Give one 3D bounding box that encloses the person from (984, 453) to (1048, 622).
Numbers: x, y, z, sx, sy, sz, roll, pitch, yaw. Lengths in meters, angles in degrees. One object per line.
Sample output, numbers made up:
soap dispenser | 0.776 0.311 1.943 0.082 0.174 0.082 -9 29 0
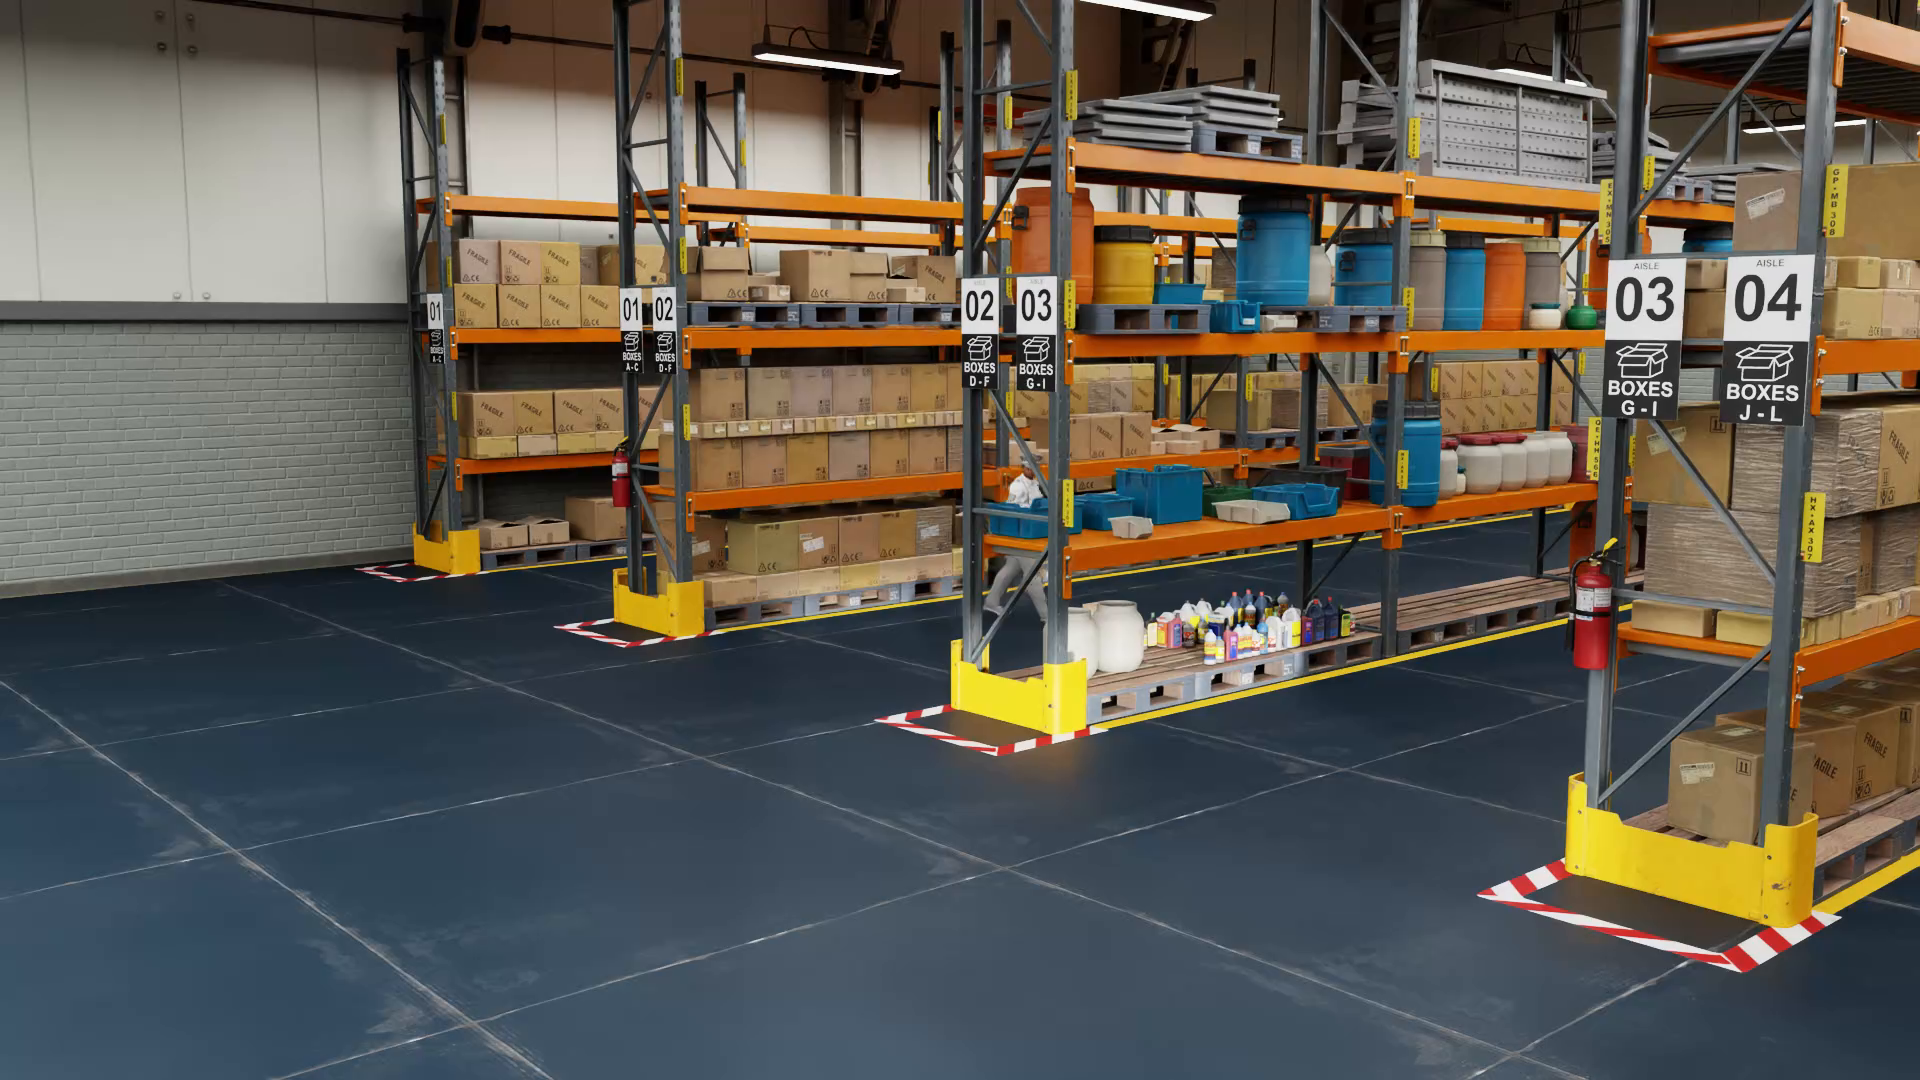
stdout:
person | 0.642 -0.039 16.019 0.962 1.605 0.457 4 8 27
